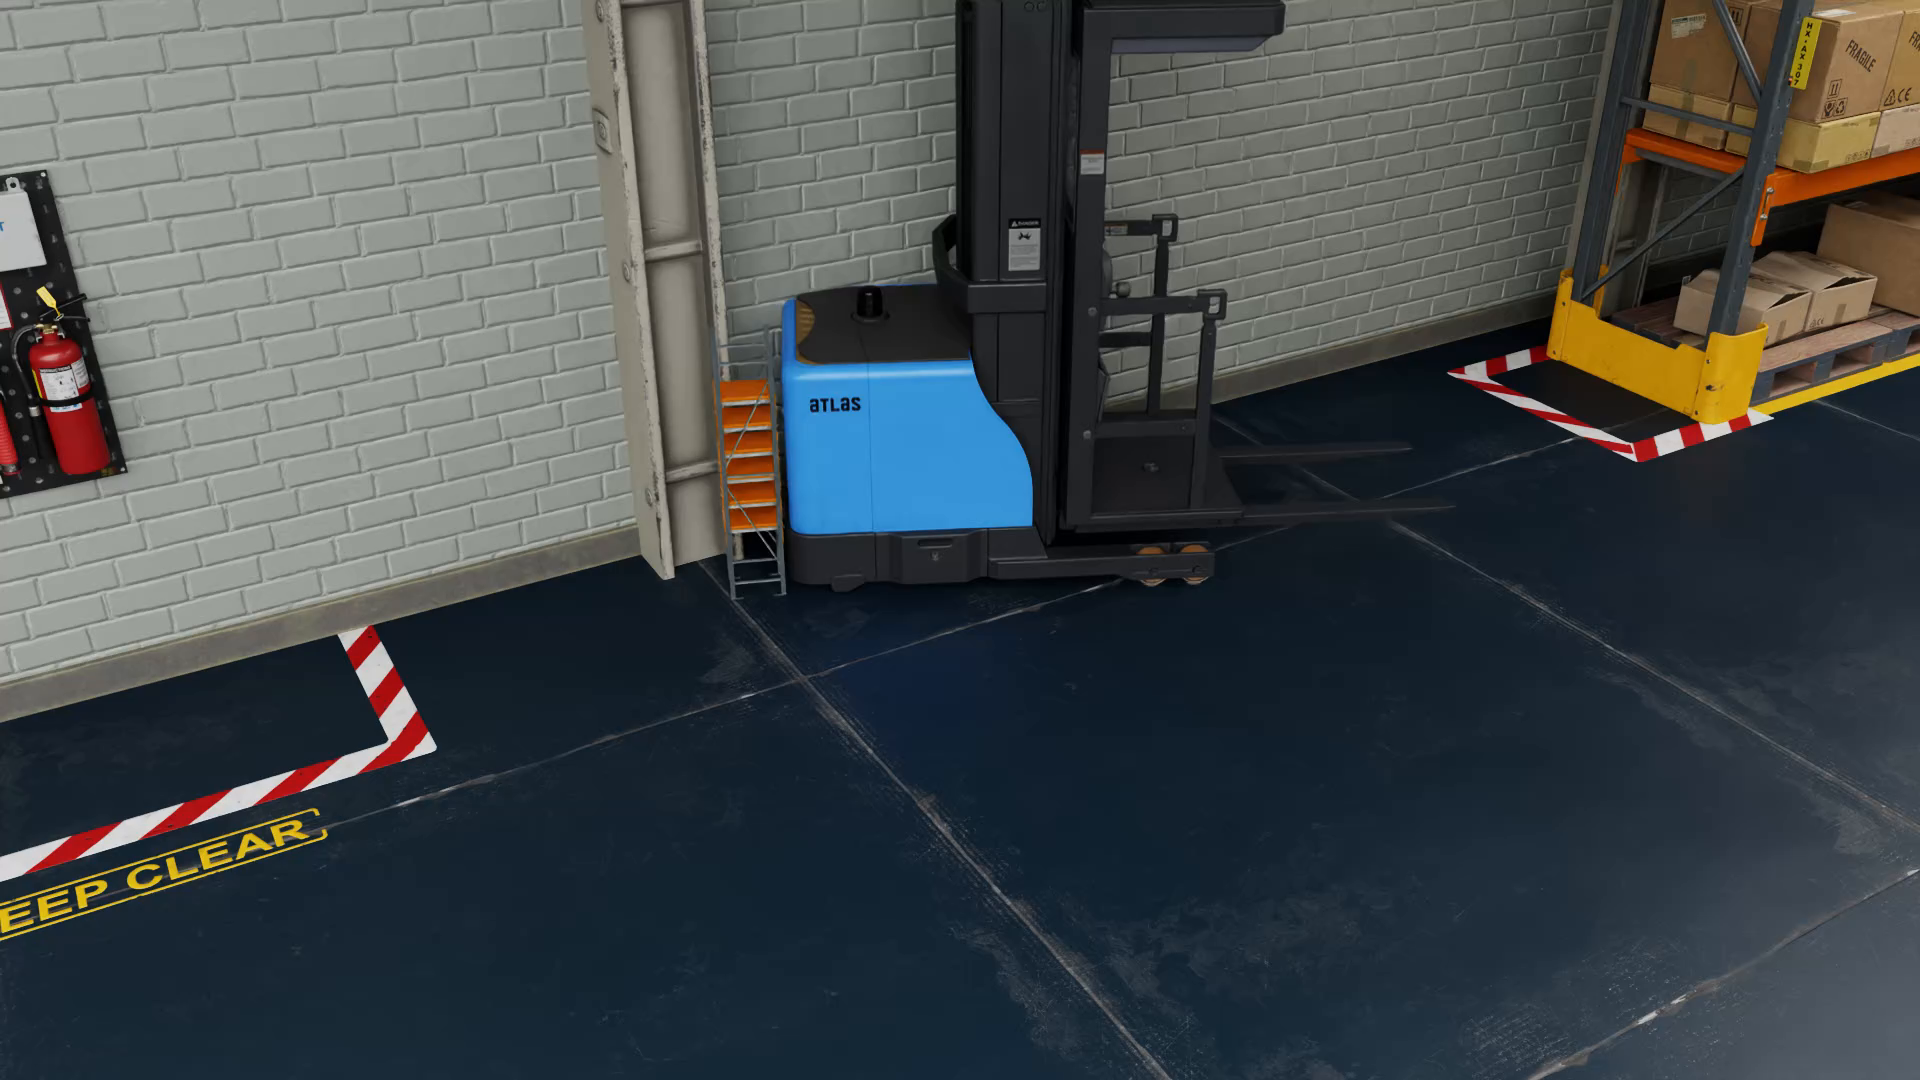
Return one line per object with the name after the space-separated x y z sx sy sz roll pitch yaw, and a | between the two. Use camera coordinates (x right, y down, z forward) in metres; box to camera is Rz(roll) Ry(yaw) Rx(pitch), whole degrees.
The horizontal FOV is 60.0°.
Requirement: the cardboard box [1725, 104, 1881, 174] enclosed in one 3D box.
4.358 -2.114 8.611 0.500 0.250 0.500 -17 33 -28 | cardboard box

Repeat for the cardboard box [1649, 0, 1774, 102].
4.076 -2.659 8.823 0.500 0.500 0.500 -16 33 -27 | cardboard box

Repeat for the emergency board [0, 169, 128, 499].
-3.381 -0.658 5.838 0.643 1.169 0.194 -16 33 -26 | emergency board

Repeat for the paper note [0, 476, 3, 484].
-3.568 -0.258 6.024 0.142 0.148 0.016 -16 33 -26 | paper note

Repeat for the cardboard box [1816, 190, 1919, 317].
5.568 -1.712 9.880 0.500 0.500 0.700 -18 34 -29 | cardboard box

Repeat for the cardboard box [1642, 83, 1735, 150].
4.082 -2.322 8.988 0.500 0.250 0.500 -15 32 -26 | cardboard box

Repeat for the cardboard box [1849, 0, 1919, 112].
4.772 -2.564 8.650 0.500 0.500 0.500 -16 33 -26 | cardboard box

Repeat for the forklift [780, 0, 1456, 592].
0.721 -1.337 7.140 3.031 2.935 1.130 -2 29 -4 | forklift

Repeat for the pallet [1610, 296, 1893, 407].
4.561 -1.166 9.644 1.213 0.211 1.003 -16 33 -26 | pallet

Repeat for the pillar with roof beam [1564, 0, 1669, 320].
6.123 -3.549 4.867 0.400 9.000 9.100 -16 33 -26 | pillar with roof beam

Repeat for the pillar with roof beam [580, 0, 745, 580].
0.950 -2.080 2.206 0.400 9.000 9.100 -16 33 -26 | pillar with roof beam

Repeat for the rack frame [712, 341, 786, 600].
-0.881 -0.270 6.997 0.240 1.200 0.006 -5 30 -9 | rack frame

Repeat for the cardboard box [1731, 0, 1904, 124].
4.341 -2.447 8.438 0.500 0.500 0.500 -16 33 -26 | cardboard box

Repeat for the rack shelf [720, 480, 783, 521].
-0.897 -0.171 7.156 0.258 0.103 0.180 -5 30 -9 | rack shelf

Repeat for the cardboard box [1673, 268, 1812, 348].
4.419 -1.331 9.385 0.500 0.311 0.500 -20 35 -32 | cardboard box

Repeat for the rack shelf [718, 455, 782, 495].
-0.897 -0.275 7.097 0.258 0.103 0.180 -5 30 -9 | rack shelf

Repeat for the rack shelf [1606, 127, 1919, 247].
5.501 -2.359 9.664 4.000 0.370 1.077 -16 33 -26 | rack shelf

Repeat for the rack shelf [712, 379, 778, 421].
-0.896 -0.589 6.919 0.258 0.103 0.180 -5 30 -9 | rack shelf

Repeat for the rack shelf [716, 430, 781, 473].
-0.897 -0.380 7.038 0.258 0.103 0.180 -5 30 -9 | rack shelf

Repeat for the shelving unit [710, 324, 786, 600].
-0.897 -0.314 7.075 0.258 1.200 0.189 -5 30 -9 | shelving unit

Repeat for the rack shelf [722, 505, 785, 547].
-0.898 -0.067 7.215 0.258 0.103 0.180 -5 30 -9 | rack shelf

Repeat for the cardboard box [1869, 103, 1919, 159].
4.799 -2.247 8.852 0.500 0.250 0.500 -17 33 -28 | cardboard box

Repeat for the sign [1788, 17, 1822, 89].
4.052 -2.337 7.984 0.005 0.325 0.100 -16 33 -26 | sign

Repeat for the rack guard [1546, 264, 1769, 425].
3.842 -1.108 9.241 0.348 0.500 1.175 -16 33 -26 | rack guard

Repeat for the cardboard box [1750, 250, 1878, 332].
4.910 -1.471 9.638 0.500 0.311 0.500 -13 31 -22 | cardboard box

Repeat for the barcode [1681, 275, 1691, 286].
4.232 -1.506 9.693 0.075 0.075 0.001 -16 33 -26 | barcode

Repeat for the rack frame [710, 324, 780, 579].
-0.913 -0.359 7.153 0.240 1.200 0.006 -5 30 -9 | rack frame

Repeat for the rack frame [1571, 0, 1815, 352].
3.777 -2.184 8.603 0.127 3.000 1.000 -16 33 -26 | rack frame

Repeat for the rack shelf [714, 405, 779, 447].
-0.896 -0.484 6.979 0.258 0.103 0.180 -5 30 -9 | rack shelf

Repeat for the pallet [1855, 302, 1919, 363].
5.611 -1.463 10.182 1.213 0.211 1.003 -16 33 -26 | pallet
